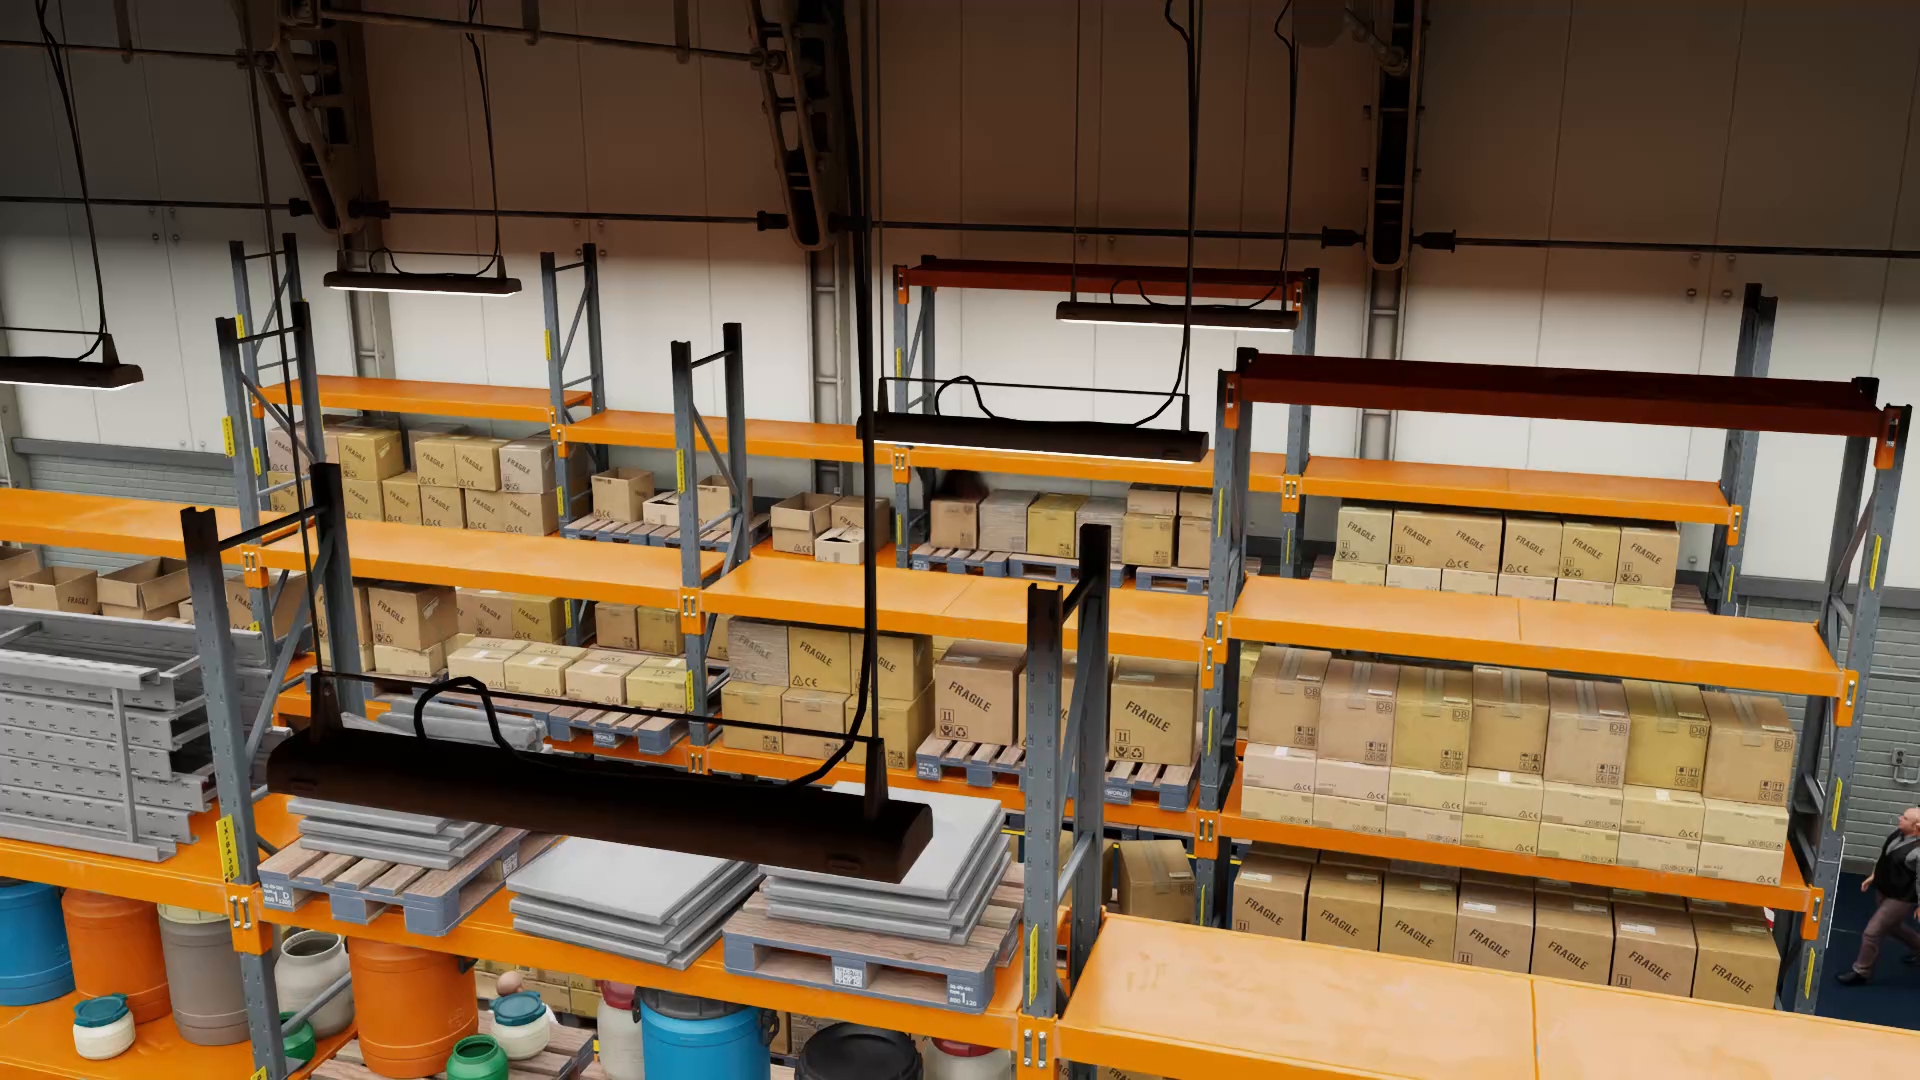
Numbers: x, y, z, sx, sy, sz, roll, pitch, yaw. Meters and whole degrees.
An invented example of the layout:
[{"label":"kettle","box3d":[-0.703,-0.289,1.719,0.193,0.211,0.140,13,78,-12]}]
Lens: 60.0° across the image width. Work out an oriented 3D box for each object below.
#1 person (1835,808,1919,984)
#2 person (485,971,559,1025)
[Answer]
[{"label":"person","box3d":[8.347,3.142,14.795,0.990,1.684,0.576,0,16,0]},{"label":"person","box3d":[-3.183,3.865,12.178,0.648,1.759,0.655,-6,17,-20]}]
